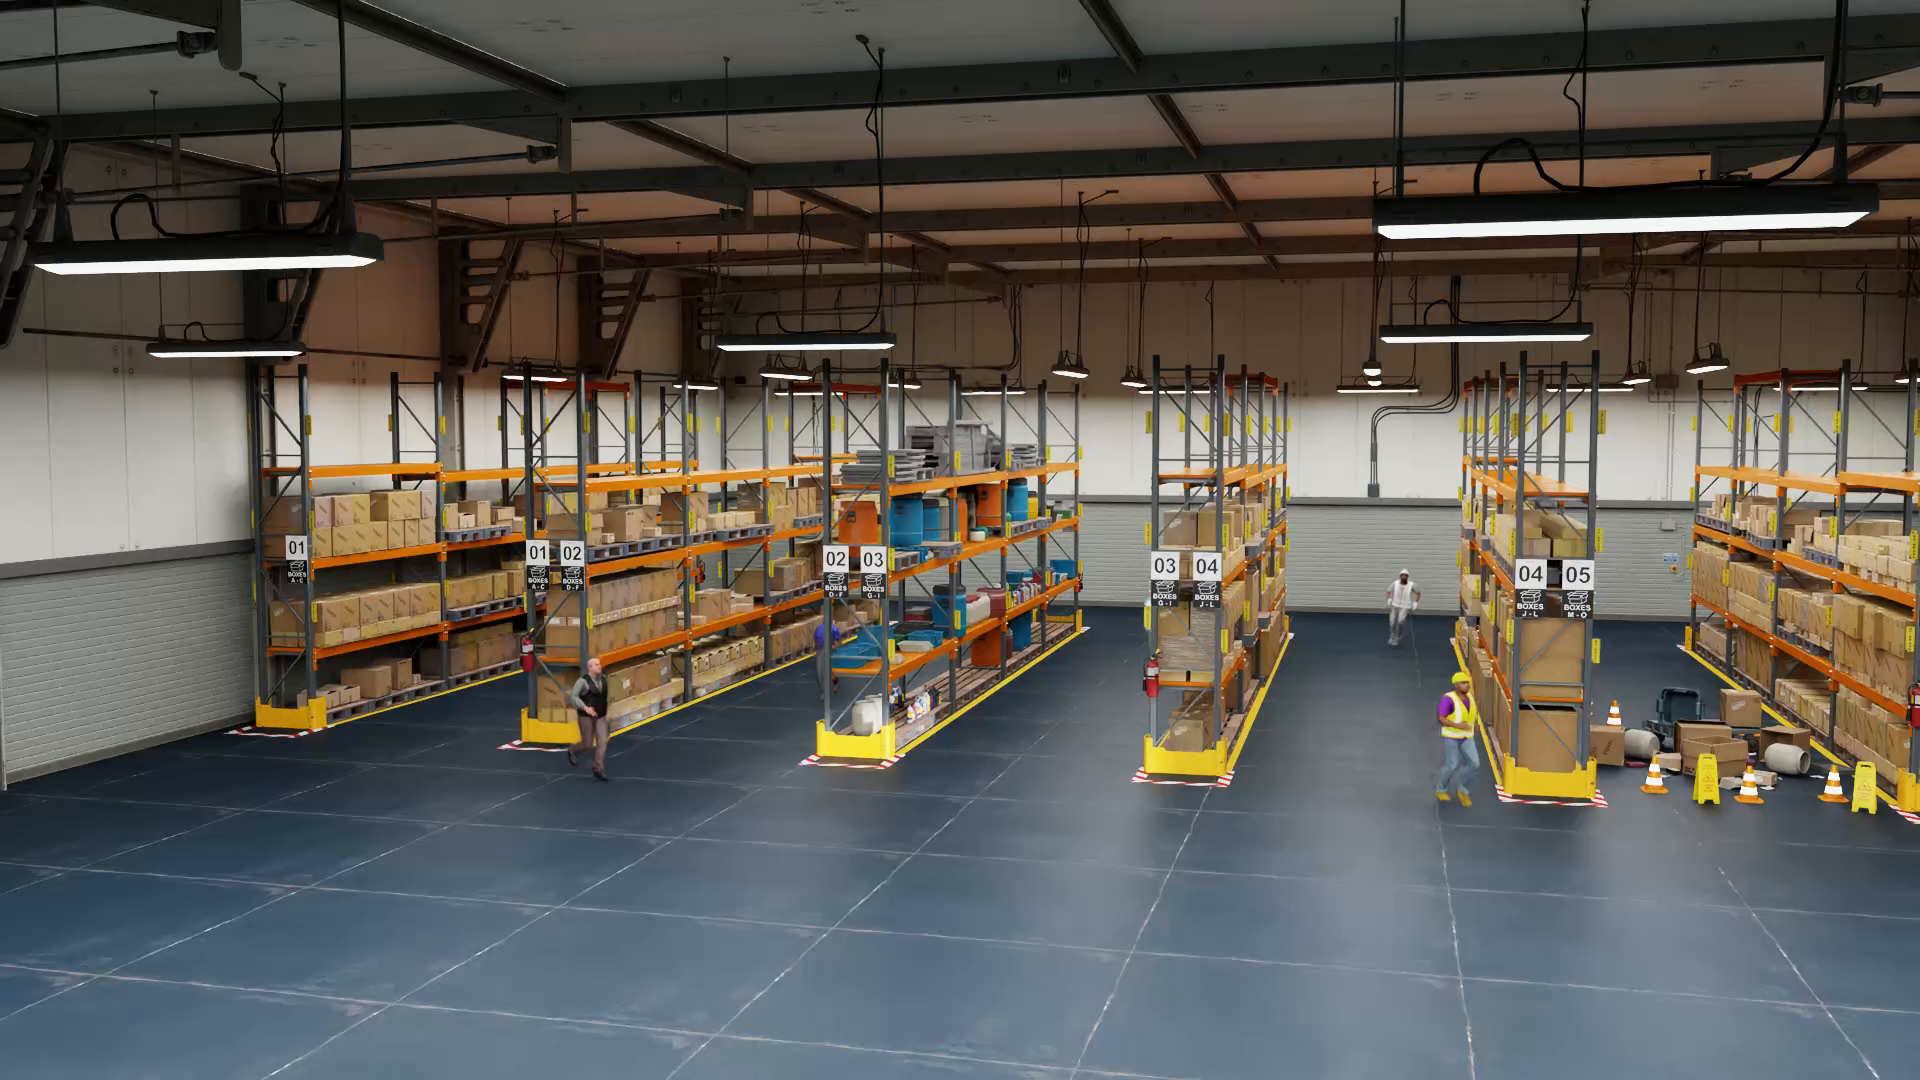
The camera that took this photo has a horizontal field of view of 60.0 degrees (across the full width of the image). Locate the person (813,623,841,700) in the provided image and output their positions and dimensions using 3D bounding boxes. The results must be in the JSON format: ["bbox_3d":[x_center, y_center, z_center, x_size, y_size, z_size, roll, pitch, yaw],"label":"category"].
[{"bbox_3d":[-2.447,2.205,30.392,0.541,1.401,0.612,1,4,14],"label":"person"}]

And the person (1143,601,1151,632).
[{"bbox_3d":[3.945,1.411,33.217,0.689,0.909,0.527,1,4,20],"label":"person"}]

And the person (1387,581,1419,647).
[{"bbox_3d":[9.994,1.674,37.639,0.698,1.500,0.648,2,4,28],"label":"person"}]

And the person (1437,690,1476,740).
[{"bbox_3d":[6.560,2.290,21.906,0.681,0.641,0.428,-2,4,-21],"label":"person"}]
